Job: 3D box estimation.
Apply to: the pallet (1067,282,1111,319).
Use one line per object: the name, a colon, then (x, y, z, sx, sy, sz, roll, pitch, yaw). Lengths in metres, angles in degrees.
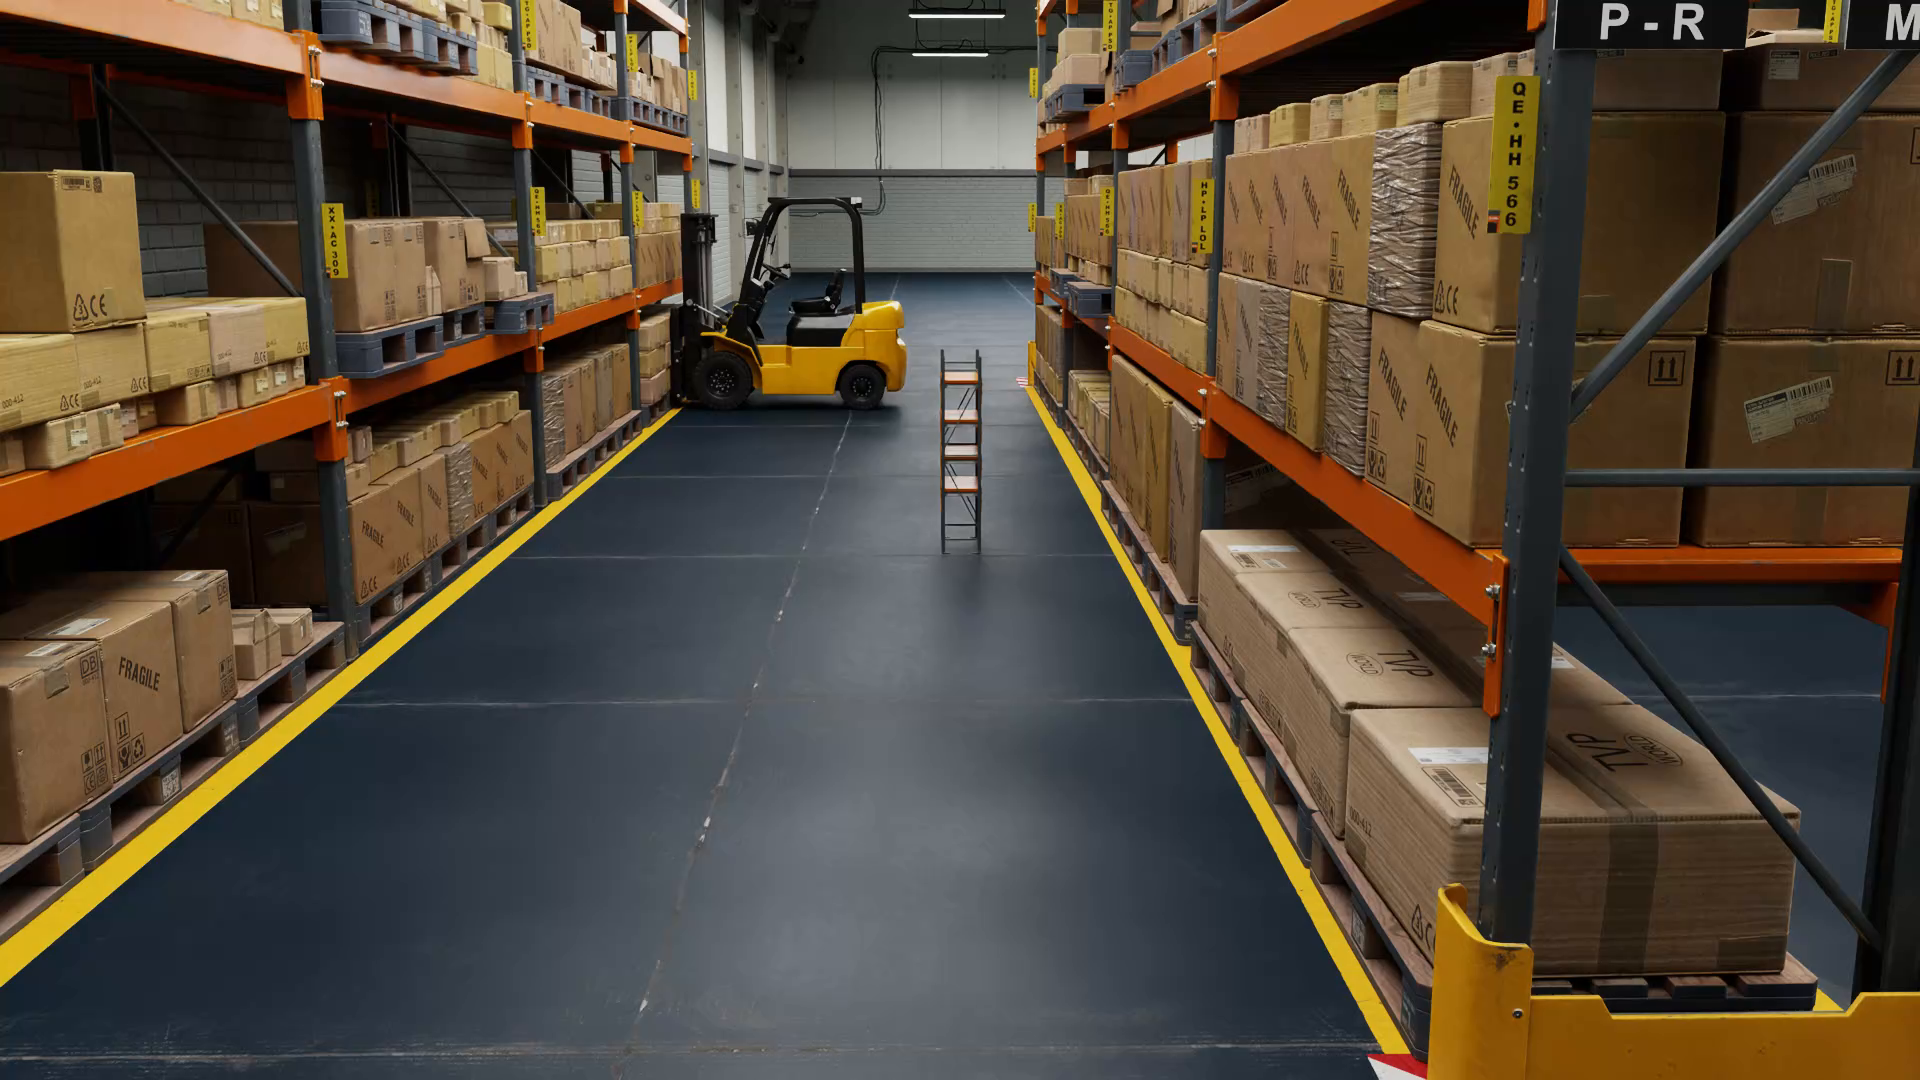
pallet: (1.430, -1.767, 12.207, 1.213, 0.211, 1.003, 0, 11, -1)

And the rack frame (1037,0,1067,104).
rack frame: (1.386, -6.250, 18.734, 1.000, 3.000, 0.127, 0, 11, -1)

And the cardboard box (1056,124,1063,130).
cardboard box: (1.150, -4.128, 16.450, 0.380, 0.149, 0.250, 0, 11, 0)

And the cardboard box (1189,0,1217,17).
cardboard box: (1.406, -2.731, 8.101, 0.500, 0.311, 0.500, 0, 11, -1)

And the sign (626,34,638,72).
sign: (-2.952, -4.376, 14.947, 0.100, 0.325, 0.005, 0, 11, -1)

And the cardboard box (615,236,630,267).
cardboard box: (-3.228, -2.569, 14.796, 0.500, 0.250, 0.500, 0, 11, -2)

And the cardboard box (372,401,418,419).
cardboard box: (-3.648, -0.790, 10.510, 0.380, 0.149, 0.250, 0, 11, 0)

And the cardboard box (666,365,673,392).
cardboard box: (-3.225, -1.653, 17.020, 0.500, 0.250, 0.500, 0, 11, 0)

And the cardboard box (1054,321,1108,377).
cardboard box: (1.188, -1.857, 16.143, 0.500, 0.500, 0.500, 0, 11, -2)

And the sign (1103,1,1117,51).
sign: (1.009, -3.441, 11.133, 0.100, 0.325, 0.005, 0, 11, -1)

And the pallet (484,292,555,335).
pallet: (-3.327, -1.470, 10.744, 1.213, 0.211, 1.003, 0, 11, -1)

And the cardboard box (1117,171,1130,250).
cardboard box: (1.317, -2.160, 10.894, 0.500, 0.500, 0.500, -1, 11, -3)

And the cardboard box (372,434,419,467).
cardboard box: (-3.157, -0.485, 9.003, 0.380, 0.149, 0.250, 0, 11, -1)

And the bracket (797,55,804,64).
bracket: (-4.786, -14.370, 49.702, 0.235, 0.232, 0.430, 0, 11, -1)

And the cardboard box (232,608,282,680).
cardboard box: (-3.016, 0.411, 6.809, 0.396, 0.266, 0.258, 0, 11, 1)

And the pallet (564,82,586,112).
pallet: (-3.541, -3.433, 12.867, 1.003, 0.211, 1.213, 0, 11, 1)

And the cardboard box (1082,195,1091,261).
cardboard box: (1.231, -2.413, 12.851, 0.500, 0.500, 0.500, -1, 12, -5)

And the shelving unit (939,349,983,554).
shelving unit: (0.003, -0.555, 10.278, 0.258, 1.200, 0.503, 0, 11, -1)

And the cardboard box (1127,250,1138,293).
cardboard box: (1.324, -1.687, 10.449, 0.500, 0.250, 0.500, 0, 11, 0)

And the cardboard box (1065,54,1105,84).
cardboard box: (1.124, -3.799, 13.516, 0.500, 0.250, 0.500, 0, 11, -2)

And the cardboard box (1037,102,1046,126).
cardboard box: (1.130, -4.751, 18.520, 0.500, 0.250, 0.500, 0, 11, -2)

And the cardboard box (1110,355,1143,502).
cardboard box: (1.482, -0.747, 10.983, 0.875, 0.875, 0.875, 0, 11, -2)

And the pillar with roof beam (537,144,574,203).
pillar with roof beam: (-0.159, -6.105, 18.017, 9.100, 9.000, 0.400, 0, 11, -1)

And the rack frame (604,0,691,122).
rack frame: (-3.577, -6.229, 18.630, 1.000, 3.000, 0.127, 0, 11, -1)

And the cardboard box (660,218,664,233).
cardboard box: (-3.250, -3.233, 17.066, 0.380, 0.149, 0.250, 0, 11, -2)

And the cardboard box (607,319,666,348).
cardboard box: (-3.191, -2.041, 16.421, 0.500, 0.250, 0.500, 0, 11, -1)

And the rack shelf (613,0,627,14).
rack shelf: (-3.453, -4.488, 12.862, 1.077, 0.370, 4.000, 0, 11, -1)

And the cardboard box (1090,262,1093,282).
cardboard box: (1.184, -2.020, 12.546, 0.380, 0.149, 0.250, -1, 11, -4)

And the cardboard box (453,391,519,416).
cardboard box: (-3.148, -0.900, 11.051, 0.380, 0.149, 0.250, -1, 11, -4)

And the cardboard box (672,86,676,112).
cardboard box: (-3.251, -4.734, 17.835, 0.396, 0.266, 0.258, 0, 11, -1)

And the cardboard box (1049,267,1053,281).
cardboard box: (1.116, -2.758, 17.243, 0.380, 0.149, 0.250, 0, 11, -1)

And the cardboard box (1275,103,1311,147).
cardboard box: (1.370, -1.514, 6.078, 0.380, 0.149, 0.250, -1, 11, -3)

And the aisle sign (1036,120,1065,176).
aisle sign: (1.075, -4.595, 19.126, 0.394, 0.787, 0.004, 0, 11, -1)

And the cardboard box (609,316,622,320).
cardboard box: (-3.720, -2.140, 16.910, 0.500, 0.250, 0.500, 0, 11, -1)

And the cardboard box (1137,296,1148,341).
cardboard box: (1.343, -1.342, 10.005, 0.500, 0.250, 0.500, 0, 11, 1)

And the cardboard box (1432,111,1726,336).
cardboard box: (1.468, -0.763, 4.011, 0.500, 0.500, 0.500, 0, 11, 1)

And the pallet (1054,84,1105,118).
pallet: (1.399, -3.564, 13.508, 1.213, 0.211, 1.003, 0, 11, -1)

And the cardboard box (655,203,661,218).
cardboard box: (-3.321, -3.426, 17.273, 0.380, 0.149, 0.250, 0, 11, 0)

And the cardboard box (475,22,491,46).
cardboard box: (-3.178, -3.170, 10.468, 0.380, 0.149, 0.250, -1, 11, -2)

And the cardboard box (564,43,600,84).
cardboard box: (-3.220, -3.880, 13.510, 0.500, 0.311, 0.500, -1, 11, -3)

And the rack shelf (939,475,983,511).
rack shelf: (0.003, -0.295, 10.330, 0.258, 0.148, 0.480, 0, 11, -1)

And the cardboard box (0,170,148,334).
cardboard box: (-3.017, -0.938, 5.380, 0.500, 0.500, 0.500, 0, 11, 0)

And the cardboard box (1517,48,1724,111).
cardboard box: (1.509, -1.057, 3.827, 0.380, 0.149, 0.250, 0, 11, 0)

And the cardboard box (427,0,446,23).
cardboard box: (-2.995, -2.872, 8.950, 0.380, 0.149, 0.250, 0, 11, 0)

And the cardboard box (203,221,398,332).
cardboard box: (-3.115, -1.255, 7.895, 0.700, 0.500, 0.500, 0, 11, 0)

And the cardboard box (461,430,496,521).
cardboard box: (-3.174, -0.393, 10.181, 0.500, 0.500, 0.500, 0, 11, 1)

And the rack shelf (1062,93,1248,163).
rack shelf: (1.510, -3.235, 13.225, 1.077, 0.370, 4.000, 0, 11, -1)

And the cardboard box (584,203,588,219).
cardboard box: (-3.785, -3.171, 16.016, 0.380, 0.149, 0.250, 0, 11, -2)

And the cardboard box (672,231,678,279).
cardboard box: (-3.292, -3.036, 17.729, 0.500, 0.500, 0.500, 0, 11, -2)

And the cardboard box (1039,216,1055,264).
cardboard box: (1.132, -3.307, 18.314, 0.500, 0.500, 0.500, 0, 11, 1)

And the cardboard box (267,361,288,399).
cardboard box: (-3.043, -0.666, 6.931, 0.380, 0.149, 0.250, 0, 11, 0)

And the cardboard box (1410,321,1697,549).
cardboard box: (1.442, -0.273, 4.111, 0.500, 0.500, 0.500, 0, 11, -1)

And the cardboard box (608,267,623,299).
cardboard box: (-3.206, -2.221, 14.341, 0.500, 0.250, 0.500, 0, 11, -1)

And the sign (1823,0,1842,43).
sign: (5.943, -3.522, 11.330, 0.100, 0.325, 0.005, 0, 11, -1)

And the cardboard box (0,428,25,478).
cardboard box: (-3.025, -0.257, 4.916, 0.380, 0.149, 0.250, 0, 11, 0)

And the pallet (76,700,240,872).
pallet: (-3.287, 0.843, 5.874, 1.003, 0.211, 1.213, 0, 11, -1)
